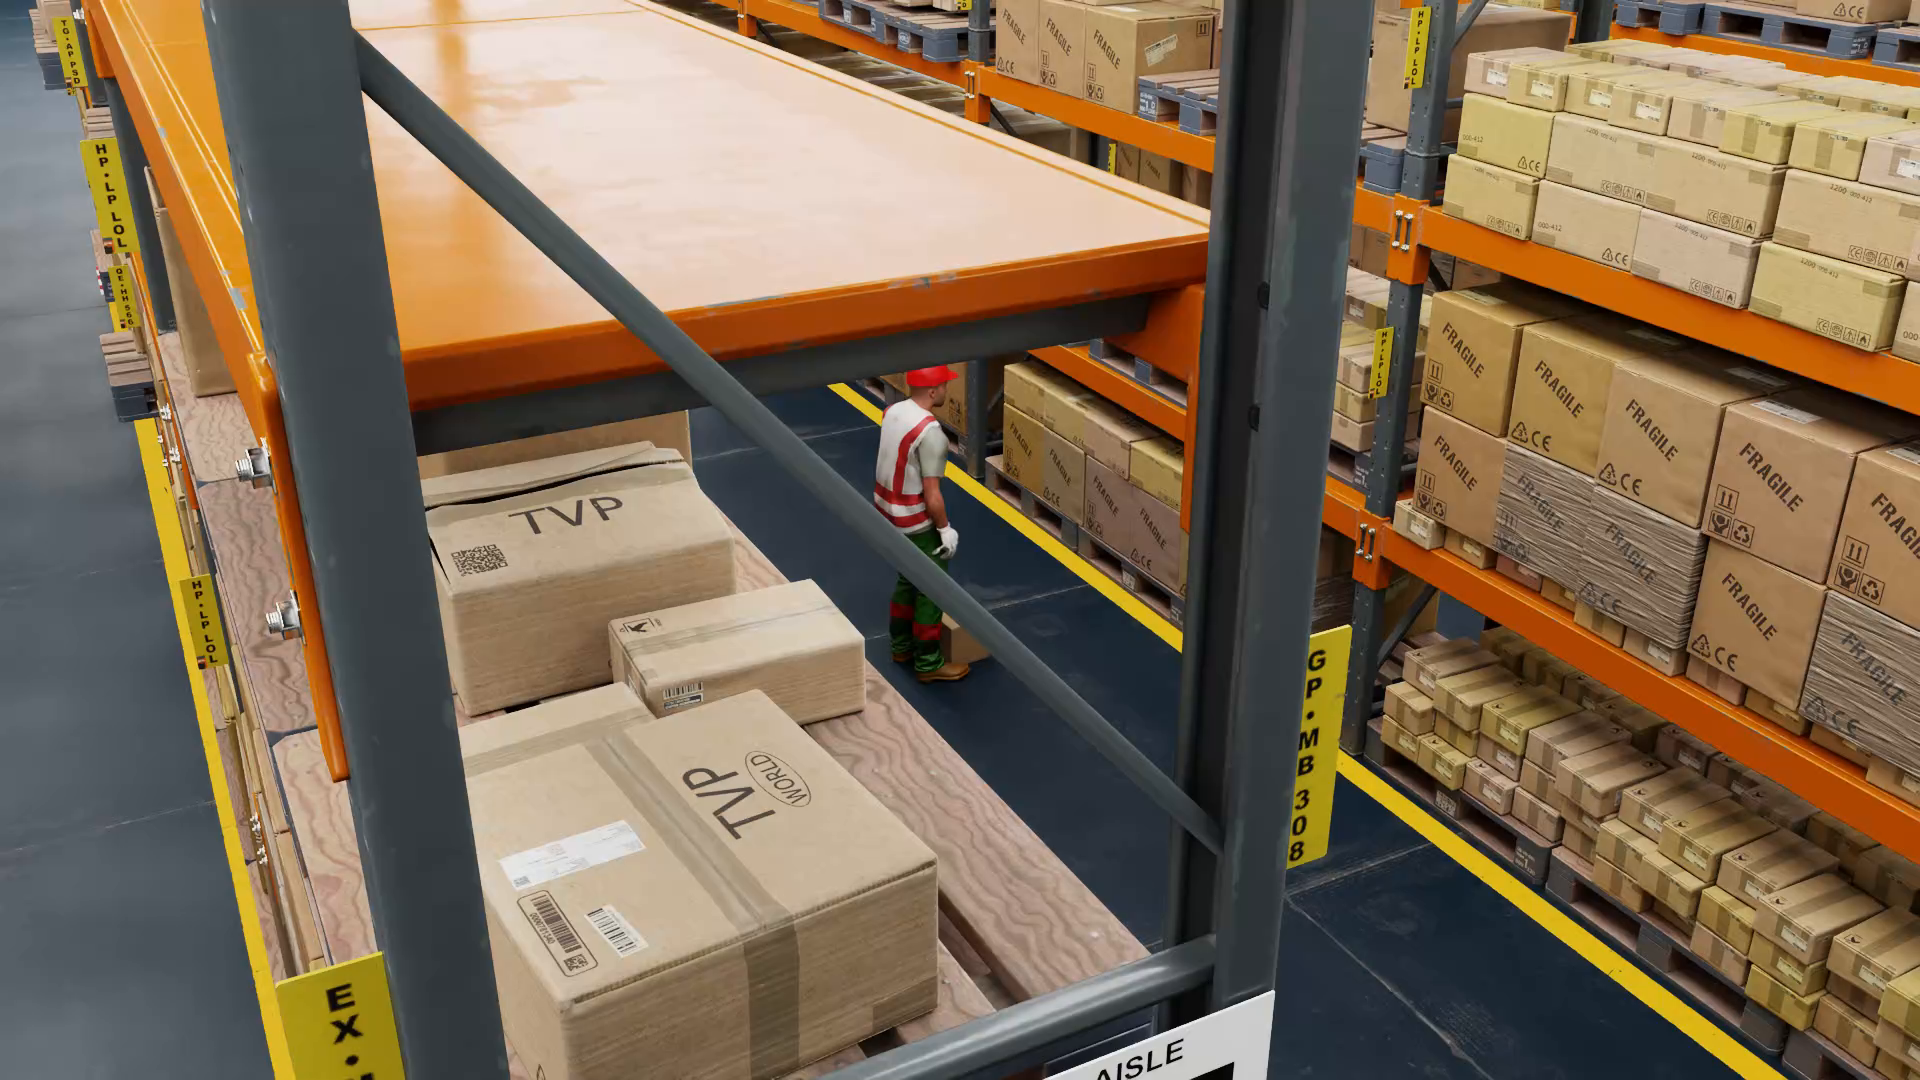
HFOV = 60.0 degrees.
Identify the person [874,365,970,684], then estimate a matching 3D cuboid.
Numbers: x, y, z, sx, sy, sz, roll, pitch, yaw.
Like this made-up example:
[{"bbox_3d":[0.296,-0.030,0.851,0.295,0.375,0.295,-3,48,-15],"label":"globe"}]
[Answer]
[{"bbox_3d":[-0.206,-0.119,8.843,0.449,1.780,0.607,-13,28,-25],"label":"person"}]
